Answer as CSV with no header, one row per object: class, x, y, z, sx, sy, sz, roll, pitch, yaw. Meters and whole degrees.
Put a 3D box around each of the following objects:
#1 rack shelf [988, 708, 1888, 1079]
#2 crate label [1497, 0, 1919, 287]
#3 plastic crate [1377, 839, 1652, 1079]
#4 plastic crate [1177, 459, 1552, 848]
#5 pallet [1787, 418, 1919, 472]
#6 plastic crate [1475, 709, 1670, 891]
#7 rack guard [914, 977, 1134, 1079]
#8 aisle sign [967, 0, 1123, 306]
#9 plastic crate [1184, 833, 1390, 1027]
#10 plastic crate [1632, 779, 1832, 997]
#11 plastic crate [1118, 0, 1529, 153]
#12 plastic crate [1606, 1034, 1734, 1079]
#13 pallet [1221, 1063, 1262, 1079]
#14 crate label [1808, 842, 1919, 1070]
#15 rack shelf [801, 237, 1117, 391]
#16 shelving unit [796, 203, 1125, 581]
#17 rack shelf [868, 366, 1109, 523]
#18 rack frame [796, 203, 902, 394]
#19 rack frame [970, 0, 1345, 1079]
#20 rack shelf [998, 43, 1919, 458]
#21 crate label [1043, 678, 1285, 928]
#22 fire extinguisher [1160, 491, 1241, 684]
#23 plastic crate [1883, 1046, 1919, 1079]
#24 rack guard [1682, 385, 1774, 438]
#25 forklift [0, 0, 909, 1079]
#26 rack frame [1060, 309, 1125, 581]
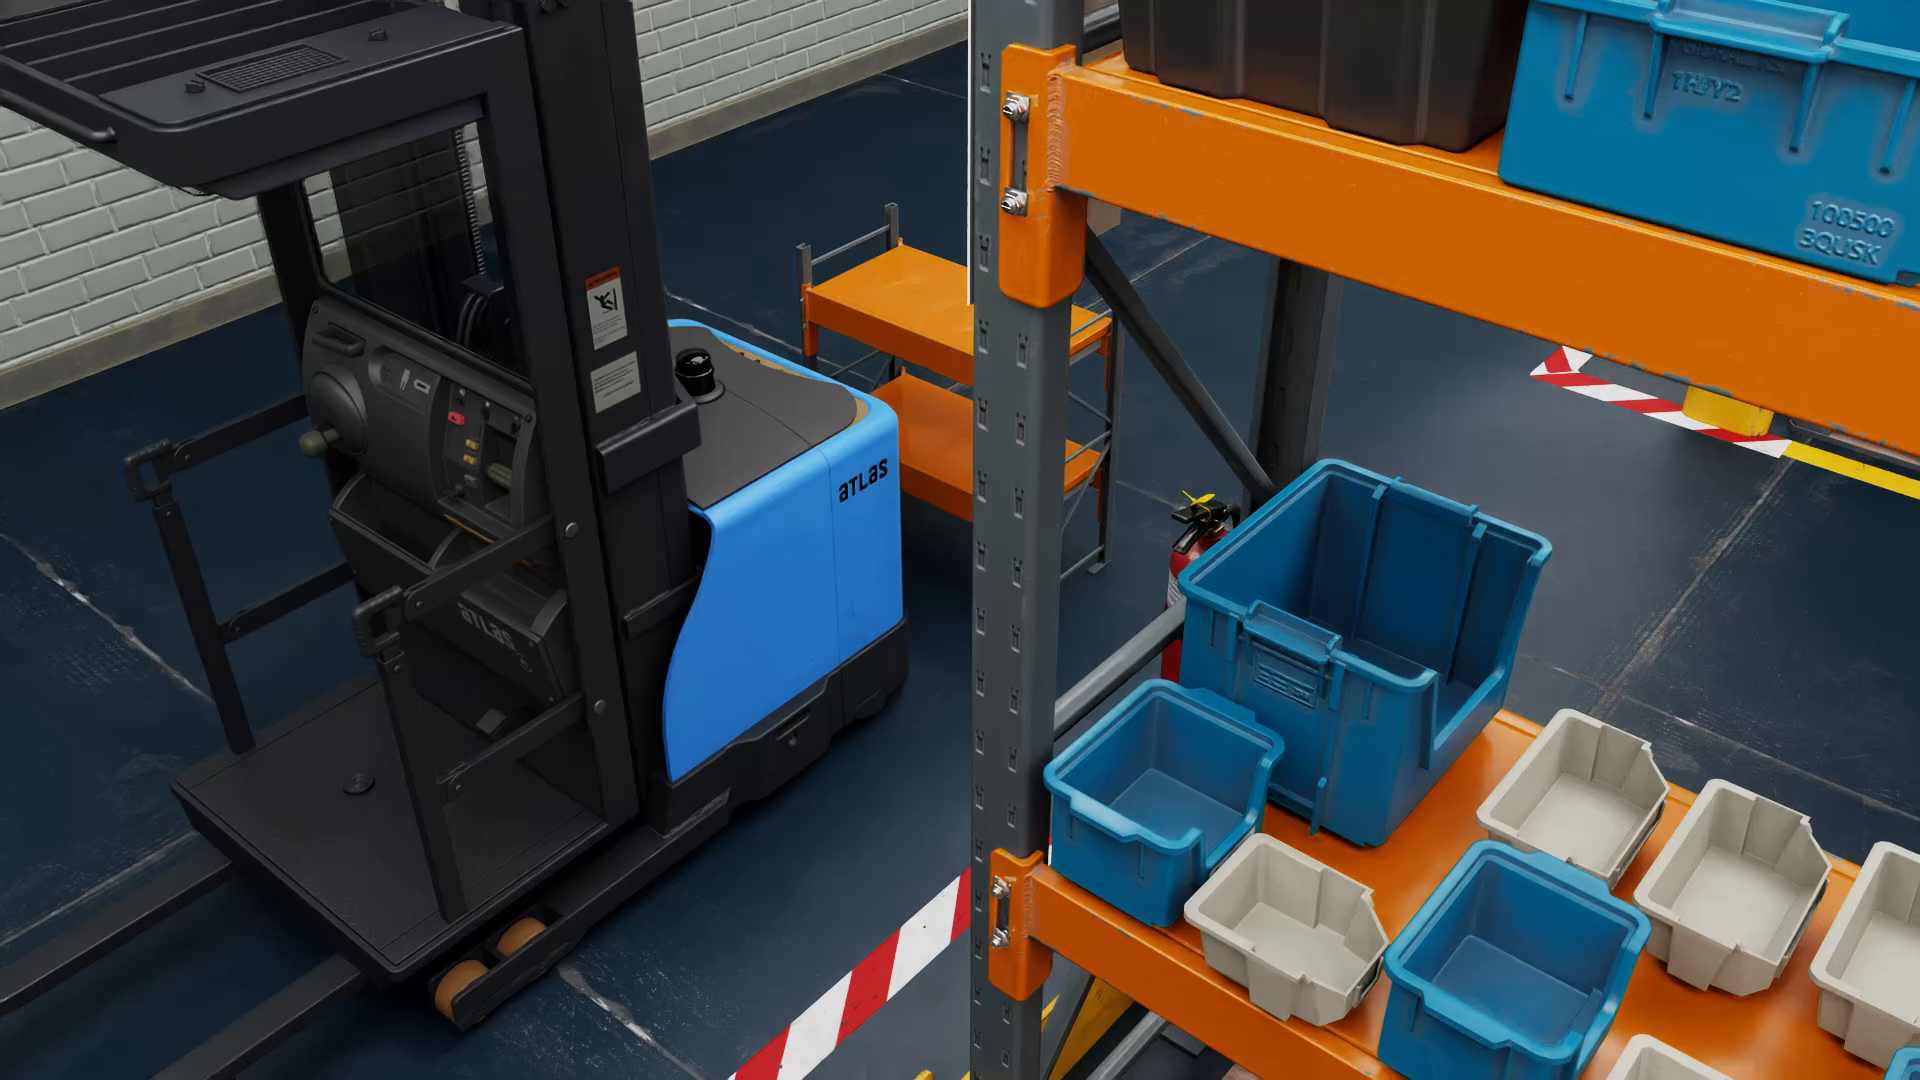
rack shelf,1.921,1.224,2.453,4.000,0.370,1.077,25,42,32
crate label,0.886,-0.497,1.806,0.502,0.251,0.408,25,42,32
plastic crate,0.869,0.719,2.649,0.300,0.233,0.416,25,42,32
plastic crate,0.761,0.204,3.219,0.499,0.435,0.616,25,42,32
pallet,4.218,-0.547,6.859,1.213,0.211,1.003,25,42,32
plastic crate,1.127,0.504,3.047,0.243,0.136,0.396,25,42,32
rack guard,0.357,1.231,4.016,0.348,0.500,1.175,25,42,32
aisle sign,0.139,-0.765,2.418,0.004,0.787,0.394,25,42,32
plastic crate,0.557,0.672,2.802,0.298,0.136,0.250,25,42,32
plastic crate,1.340,0.615,2.885,0.243,0.136,0.396,25,42,32
plastic crate,0.502,-0.719,2.113,0.590,0.269,0.497,25,42,32
plastic crate,1.078,0.918,2.444,0.298,0.136,0.250,25,42,32
pallet,0.993,1.668,3.634,1.213,0.211,1.003,25,42,32
crate label,1.570,0.705,2.753,0.243,0.136,0.396,25,42,32
rack shelf,-0.005,-0.707,5.769,1.000,0.278,0.538,25,42,32
shelving unit,-0.005,-0.466,5.935,1.048,1.125,0.538,25,42,32
rack shelf,-0.005,-0.265,6.074,1.000,0.278,0.538,25,42,32
rack frame,-0.396,-0.650,6.203,0.032,1.125,0.500,25,42,32
rack frame,0.384,0.203,3.304,0.127,3.000,1.000,25,42,32
rack shelf,1.921,-0.012,1.604,4.000,0.370,1.077,25,42,32
crate label,0.363,0.480,2.996,0.303,0.233,0.416,25,42,32
fire extinguisher,0.559,0.137,3.799,0.183,0.674,0.296,25,42,32
plastic crate,1.375,0.957,2.302,0.300,0.233,0.416,25,42,32
rack guard,3.535,-0.930,7.162,0.348,0.500,1.175,25,42,32
forklift,-1.496,-0.252,4.029,1.130,2.935,3.031,25,42,32
rack frame,0.385,-0.282,5.667,0.032,1.125,0.500,25,42,32
